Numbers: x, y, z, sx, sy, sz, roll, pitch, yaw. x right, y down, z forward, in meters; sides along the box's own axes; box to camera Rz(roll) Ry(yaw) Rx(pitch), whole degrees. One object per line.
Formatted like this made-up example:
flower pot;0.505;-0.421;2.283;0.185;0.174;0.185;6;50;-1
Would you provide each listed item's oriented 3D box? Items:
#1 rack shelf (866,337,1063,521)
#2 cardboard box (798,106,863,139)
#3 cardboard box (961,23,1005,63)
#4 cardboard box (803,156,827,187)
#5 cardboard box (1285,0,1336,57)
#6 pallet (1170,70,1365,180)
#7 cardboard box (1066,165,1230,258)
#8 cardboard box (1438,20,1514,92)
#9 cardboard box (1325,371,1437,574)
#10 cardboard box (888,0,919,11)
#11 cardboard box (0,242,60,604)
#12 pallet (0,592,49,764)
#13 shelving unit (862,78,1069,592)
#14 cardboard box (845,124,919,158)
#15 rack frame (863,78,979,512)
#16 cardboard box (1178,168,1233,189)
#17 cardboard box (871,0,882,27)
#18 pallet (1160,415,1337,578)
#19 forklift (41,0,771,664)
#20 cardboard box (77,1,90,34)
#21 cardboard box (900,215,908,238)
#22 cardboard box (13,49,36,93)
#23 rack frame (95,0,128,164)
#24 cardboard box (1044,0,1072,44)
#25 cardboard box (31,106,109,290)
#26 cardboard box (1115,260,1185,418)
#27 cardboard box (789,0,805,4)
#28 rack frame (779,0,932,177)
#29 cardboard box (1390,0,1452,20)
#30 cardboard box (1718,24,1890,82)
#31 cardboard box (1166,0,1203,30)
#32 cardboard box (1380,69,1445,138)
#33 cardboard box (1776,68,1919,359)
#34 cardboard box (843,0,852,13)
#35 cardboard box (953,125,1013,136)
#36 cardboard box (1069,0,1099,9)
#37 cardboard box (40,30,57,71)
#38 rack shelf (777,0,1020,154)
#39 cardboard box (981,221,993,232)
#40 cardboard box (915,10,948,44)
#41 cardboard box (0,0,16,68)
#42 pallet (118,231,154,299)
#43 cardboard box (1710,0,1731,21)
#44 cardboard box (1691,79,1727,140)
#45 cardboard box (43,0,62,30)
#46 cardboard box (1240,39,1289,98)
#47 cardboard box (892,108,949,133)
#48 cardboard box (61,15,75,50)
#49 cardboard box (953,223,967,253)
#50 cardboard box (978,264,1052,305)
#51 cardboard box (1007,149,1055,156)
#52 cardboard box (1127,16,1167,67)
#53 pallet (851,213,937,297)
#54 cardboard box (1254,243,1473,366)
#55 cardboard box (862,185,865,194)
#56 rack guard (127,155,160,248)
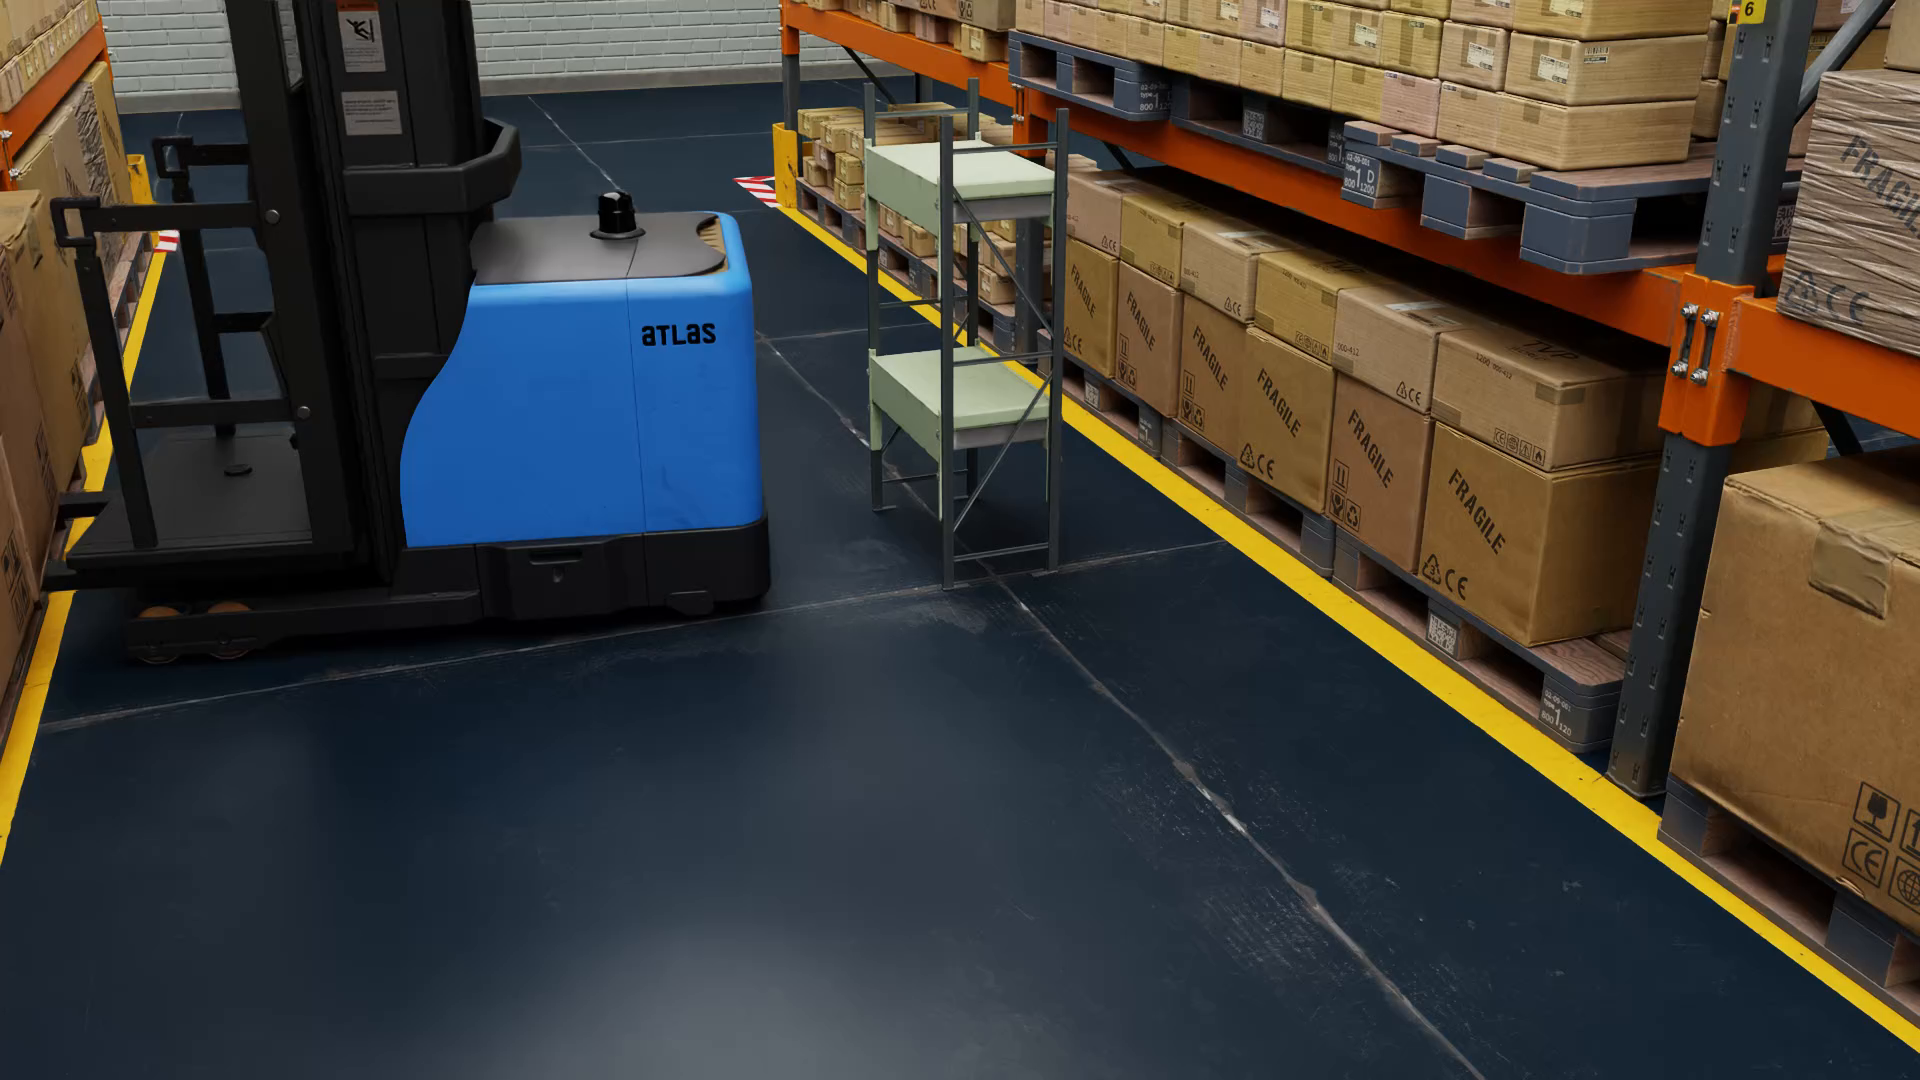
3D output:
rack shelf;0.002;-0.388;5.580;0.431;0.370;0.720;-8;24;-19
cardboard box;-0.806;-2.637;10.509;0.380;0.149;0.250;-10;25;-21
cardboard box;0.227;-2.302;7.672;0.380;0.149;0.250;-9;24;-20
cardboard box;-0.787;-2.366;10.631;0.380;0.149;0.250;-8;24;-18
cardboard box;1.188;-1.519;4.892;0.380;0.149;0.250;-9;24;-19
pallet;1.415;-1.439;5.549;1.003;0.211;1.213;-8;24;-19
cardboard box;0.754;-1.350;6.802;0.500;0.250;0.500;-9;25;-21
cardboard box;1.457;-1.242;4.235;0.380;0.149;0.250;-7;24;-17
cardboard box;1.496;-0.248;5.153;0.500;0.500;0.500;-7;24;-17
cardboard box;-0.052;-2.957;8.392;0.500;0.500;0.500;-8;24;-19
cardboard box;-3.375;-0.283;4.755;1.225;0.875;0.875;-9;25;-21
pallet;-3.158;0.376;4.587;1.003;0.211;1.213;-8;24;-19
shelving unit;0.002;-0.689;5.453;0.431;1.500;0.755;-8;24;-19
cardboard box;-0.462;-2.366;9.865;0.380;0.149;0.250;-10;25;-22
rack frame;-0.127;-0.822;5.768;0.400;1.500;0.023;-8;24;-19
cardboard box;1.240;-1.418;6.965;0.500;0.250;0.500;-9;24;-20
cardboard box;-0.266;-2.882;9.050;0.380;0.149;0.250;-7;24;-17
pallet;1.451;-0.255;6.084;1.003;0.211;1.213;-8;24;-19
forklift;-2.160;-1.207;4.840;3.031;2.935;1.130;-4;23;-9
cardboard box;-4.734;-2.691;8.595;0.380;0.149;0.250;-8;24;-19
cardboard box;-0.112;-1.723;9.105;0.380;0.149;0.250;-8;24;-18
cardboard box;-3.916;-1.852;6.605;0.380;0.149;0.250;-8;24;-17
rack frame;-5.349;-3.077;9.187;1.000;3.000;0.127;-8;24;-19
cardboard box;0.552;-2.039;6.507;0.380;0.149;0.250;-8;24;-18
cardboard box;-4.412;-1.415;7.441;0.875;0.875;0.875;-8;24;-19
cardboard box;0.941;-0.812;6.492;0.500;0.500;0.500;-7;24;-17
cardboard box;-0.865;-3.442;10.378;0.380;0.149;0.250;-9;24;-19
rack frame;-0.673;-3.720;10.715;1.000;3.000;0.127;-8;24;-19
cardboard box;1.372;-1.467;4.386;0.380;0.149;0.250;-8;24;-17
cardboard box;2.170;-1.232;4.210;0.380;0.149;0.250;-7;24;-17
cardboard box;0.917;-1.800;5.557;0.380;0.149;0.250;-9;24;-20
cardboard box;1.371;-1.191;4.497;0.380;0.149;0.250;-8;24;-18
cardboard box;2.059;-0.660;3.324;0.500;0.500;0.500;-8;24;-18
cardboard box;-0.472;-3.175;9.744;0.380;0.149;0.250;-7;24;-17
cardboard box;0.176;-2.348;9.823;0.380;0.149;0.250;-7;24;-17
cardboard box;0.634;-2.088;6.242;0.380;0.149;0.250;-8;24;-18
cardboard box;-4.188;-2.131;7.268;0.380;0.149;0.250;-8;24;-18
rack shelf;0.033;-2.662;9.131;1.077;0.370;4.000;-8;24;-19
cardboard box;0.243;-1.602;8.053;0.380;0.149;0.250;-8;24;-18
cardboard box;-0.003;-2.599;8.377;0.380;0.149;0.250;-9;25;-21
cardboard box;-3.857;-1.898;6.201;0.500;0.250;0.500;-9;24;-20
pallet;-4.993;-1.512;9.065;1.003;0.211;1.213;-8;24;-19
cardboard box;2.074;-1.457;4.362;0.380;0.149;0.250;-9;24;-20
cardboard box;2.089;-1.179;4.468;0.380;0.149;0.250;-7;24;-16
cardboard box;-4.383;-2.447;7.504;0.500;0.250;0.500;-8;24;-19
cardboard box;1.101;-1.474;5.169;0.380;0.149;0.250;-8;24;-17
cardboard box;-0.214;-2.618;10.462;0.380;0.149;0.250;-8;24;-18
cardboard box;-4.461;-2.412;7.933;0.380;0.149;0.250;-8;24;-19
cardboard box;0.113;-1.546;8.304;0.380;0.149;0.250;-9;25;-21
cardboard box;0.283;-1.243;7.966;0.380;0.149;0.250;-8;24;-18
cardboard box;0.334;-2.051;9.118;0.380;0.149;0.250;-9;25;-21
cardboard box;0.815;-1.763;5.855;0.380;0.149;0.250;-9;25;-21
pallet;0.035;-1.665;9.429;1.003;0.211;1.213;-8;24;-19
cardboard box;1.313;-0.782;5.456;0.500;0.250;0.500;-8;24;-18
cardboard box;-0.357;-2.005;9.776;0.380;0.149;0.250;-8;24;-19
rack guard;-5.357;-1.933;9.694;1.175;0.500;0.348;-8;24;-19
